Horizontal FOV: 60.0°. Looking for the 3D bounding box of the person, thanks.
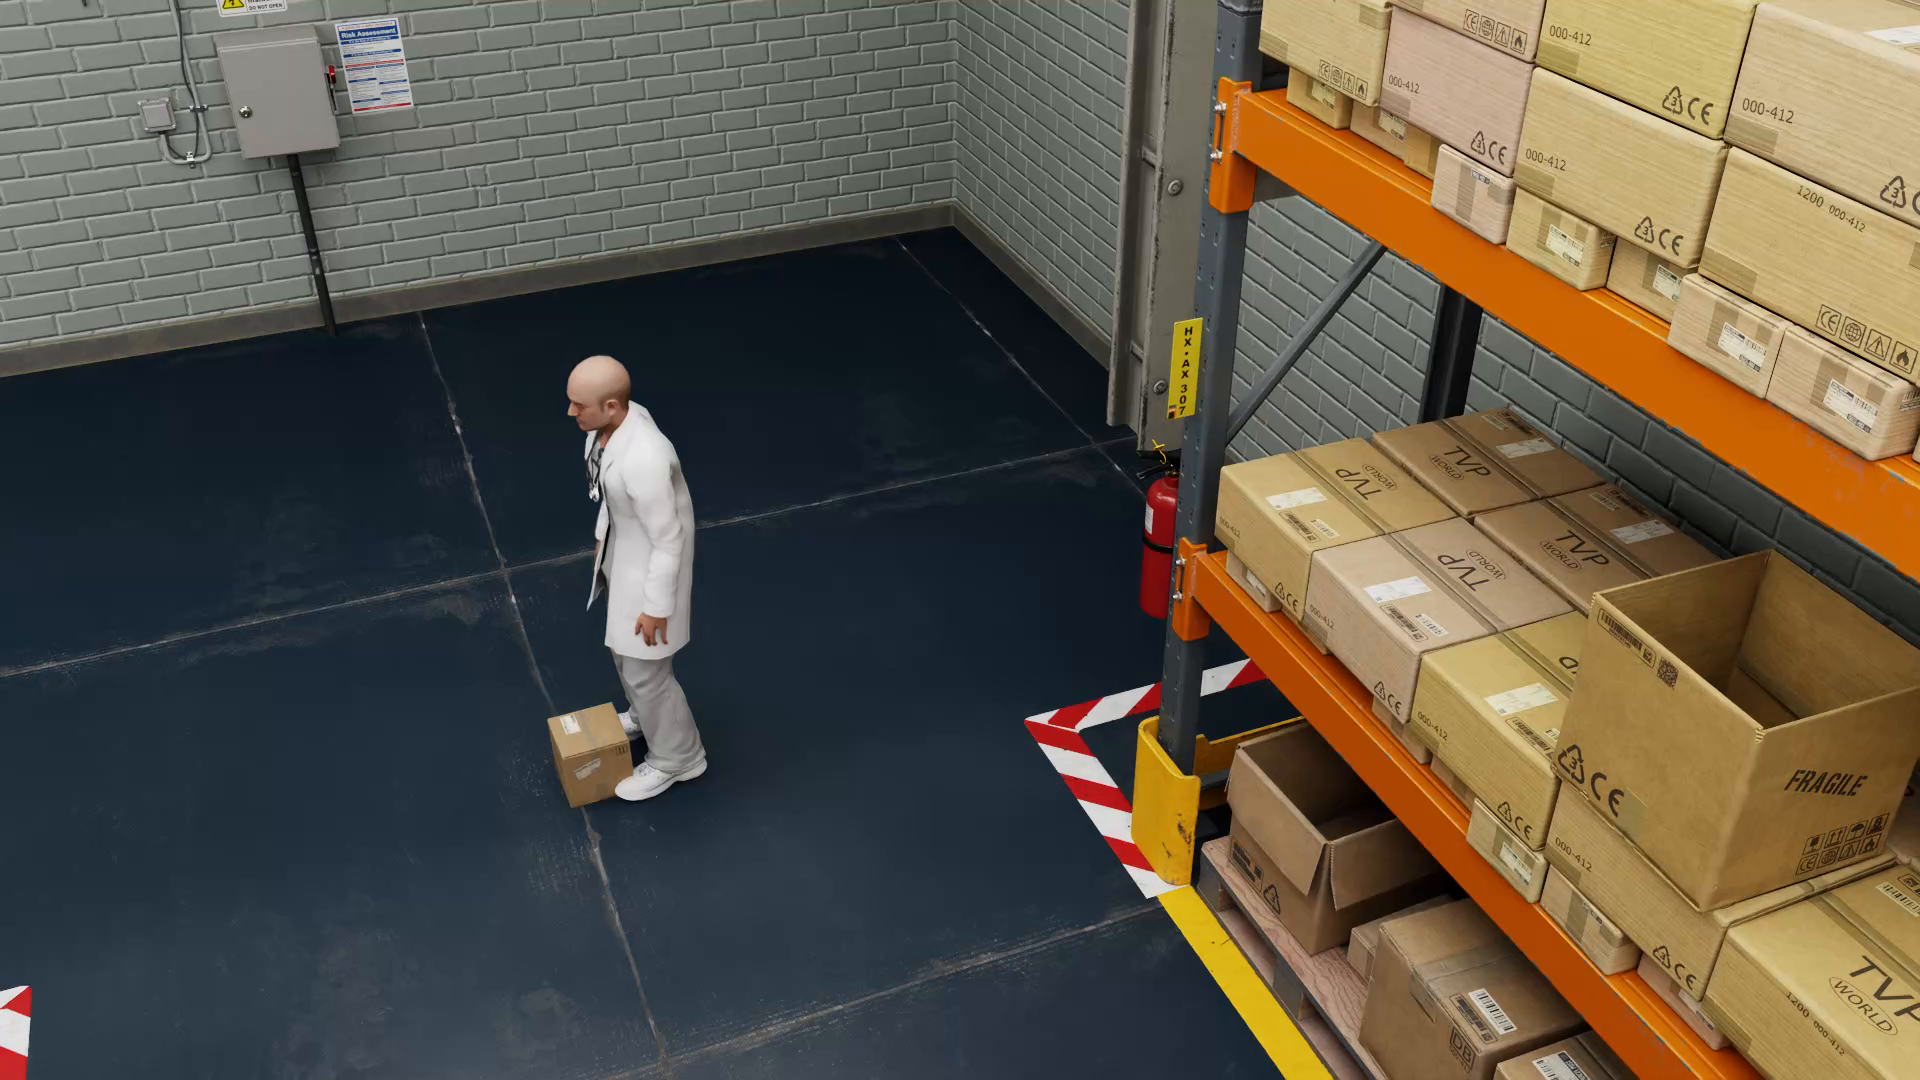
[{"bbox_3d":[-1.161,0.125,5.963,0.429,1.772,0.646,-15,36,-22],"label":"person"}]
